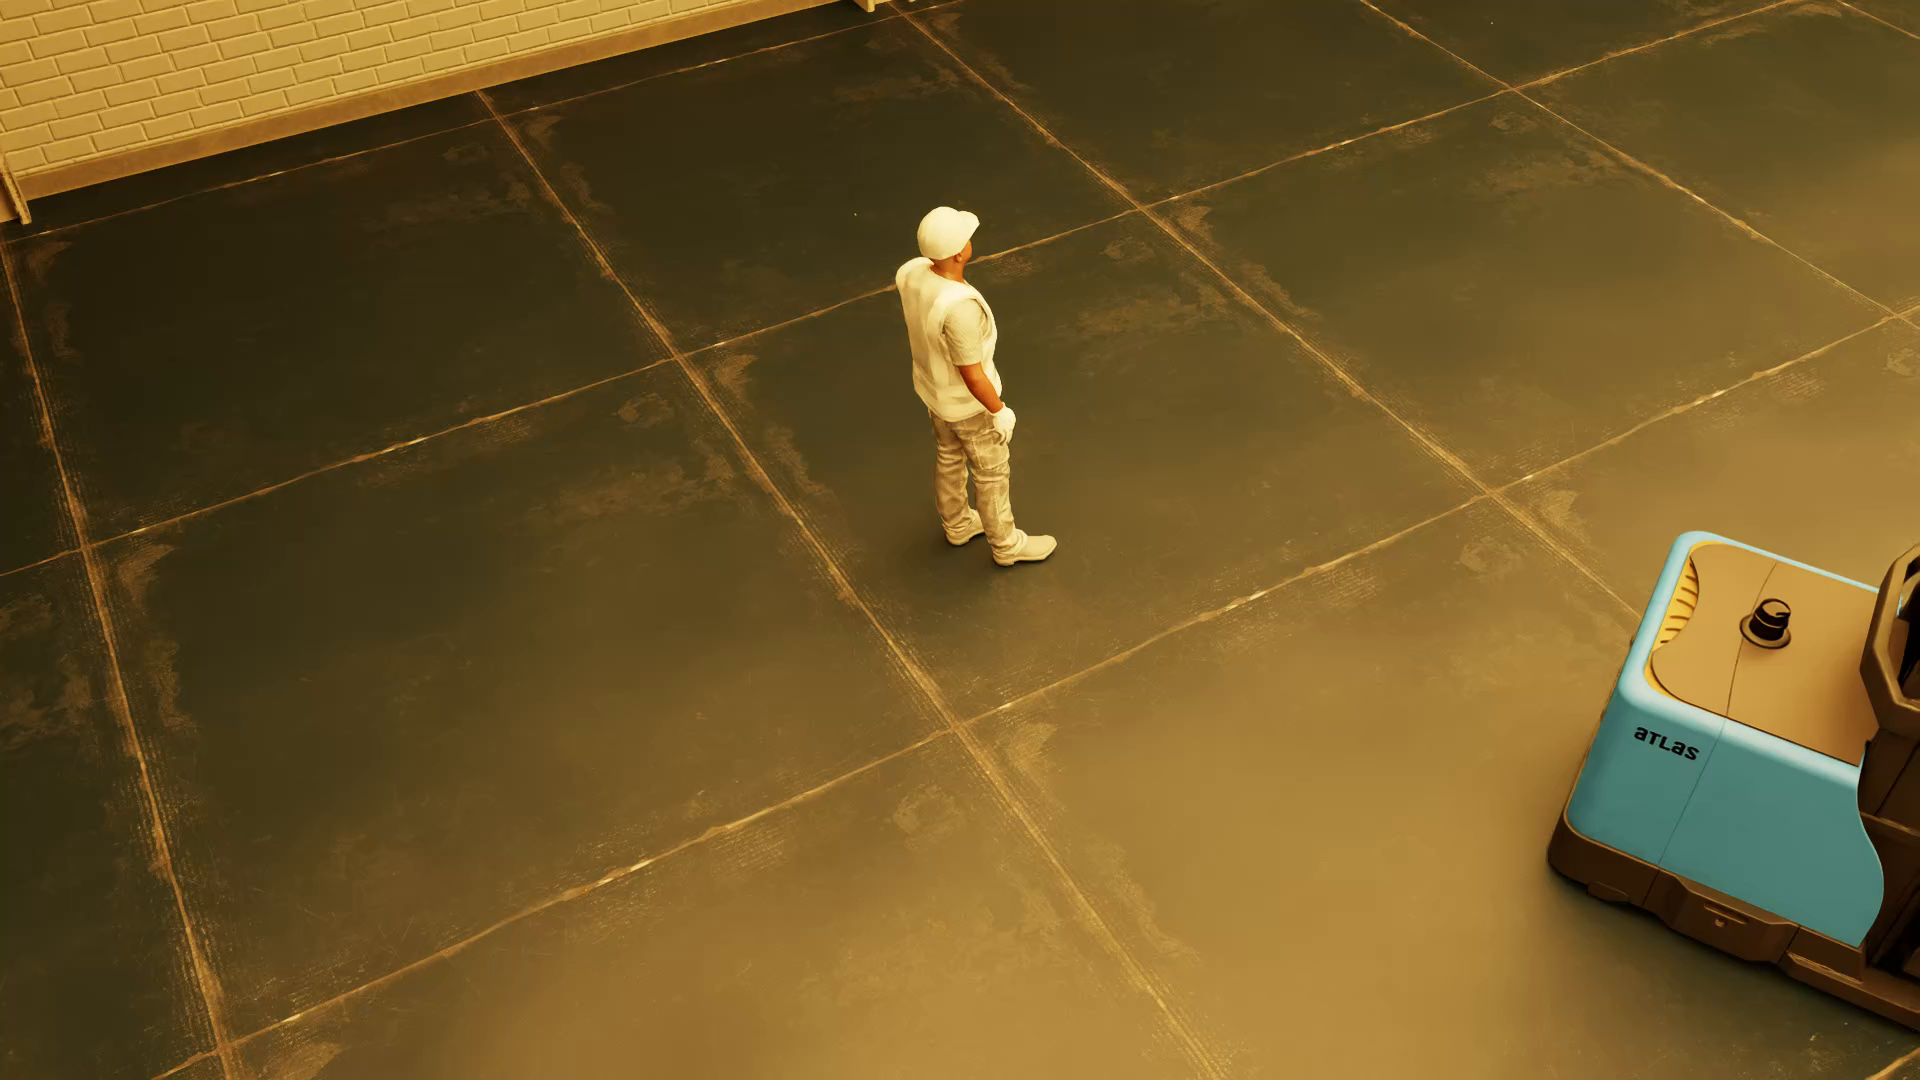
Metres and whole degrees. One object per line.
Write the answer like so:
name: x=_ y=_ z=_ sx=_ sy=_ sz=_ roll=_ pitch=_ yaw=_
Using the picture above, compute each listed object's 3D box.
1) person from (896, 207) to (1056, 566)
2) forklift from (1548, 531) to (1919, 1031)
person: x=0.067 y=-0.679 z=7.263 sx=0.575 sy=1.785 sz=0.657 roll=-21 pitch=47 yaw=-21
forklift: x=3.807 y=0.445 z=5.218 sx=3.031 sy=2.935 sz=1.130 roll=22 pitch=47 yaw=22
